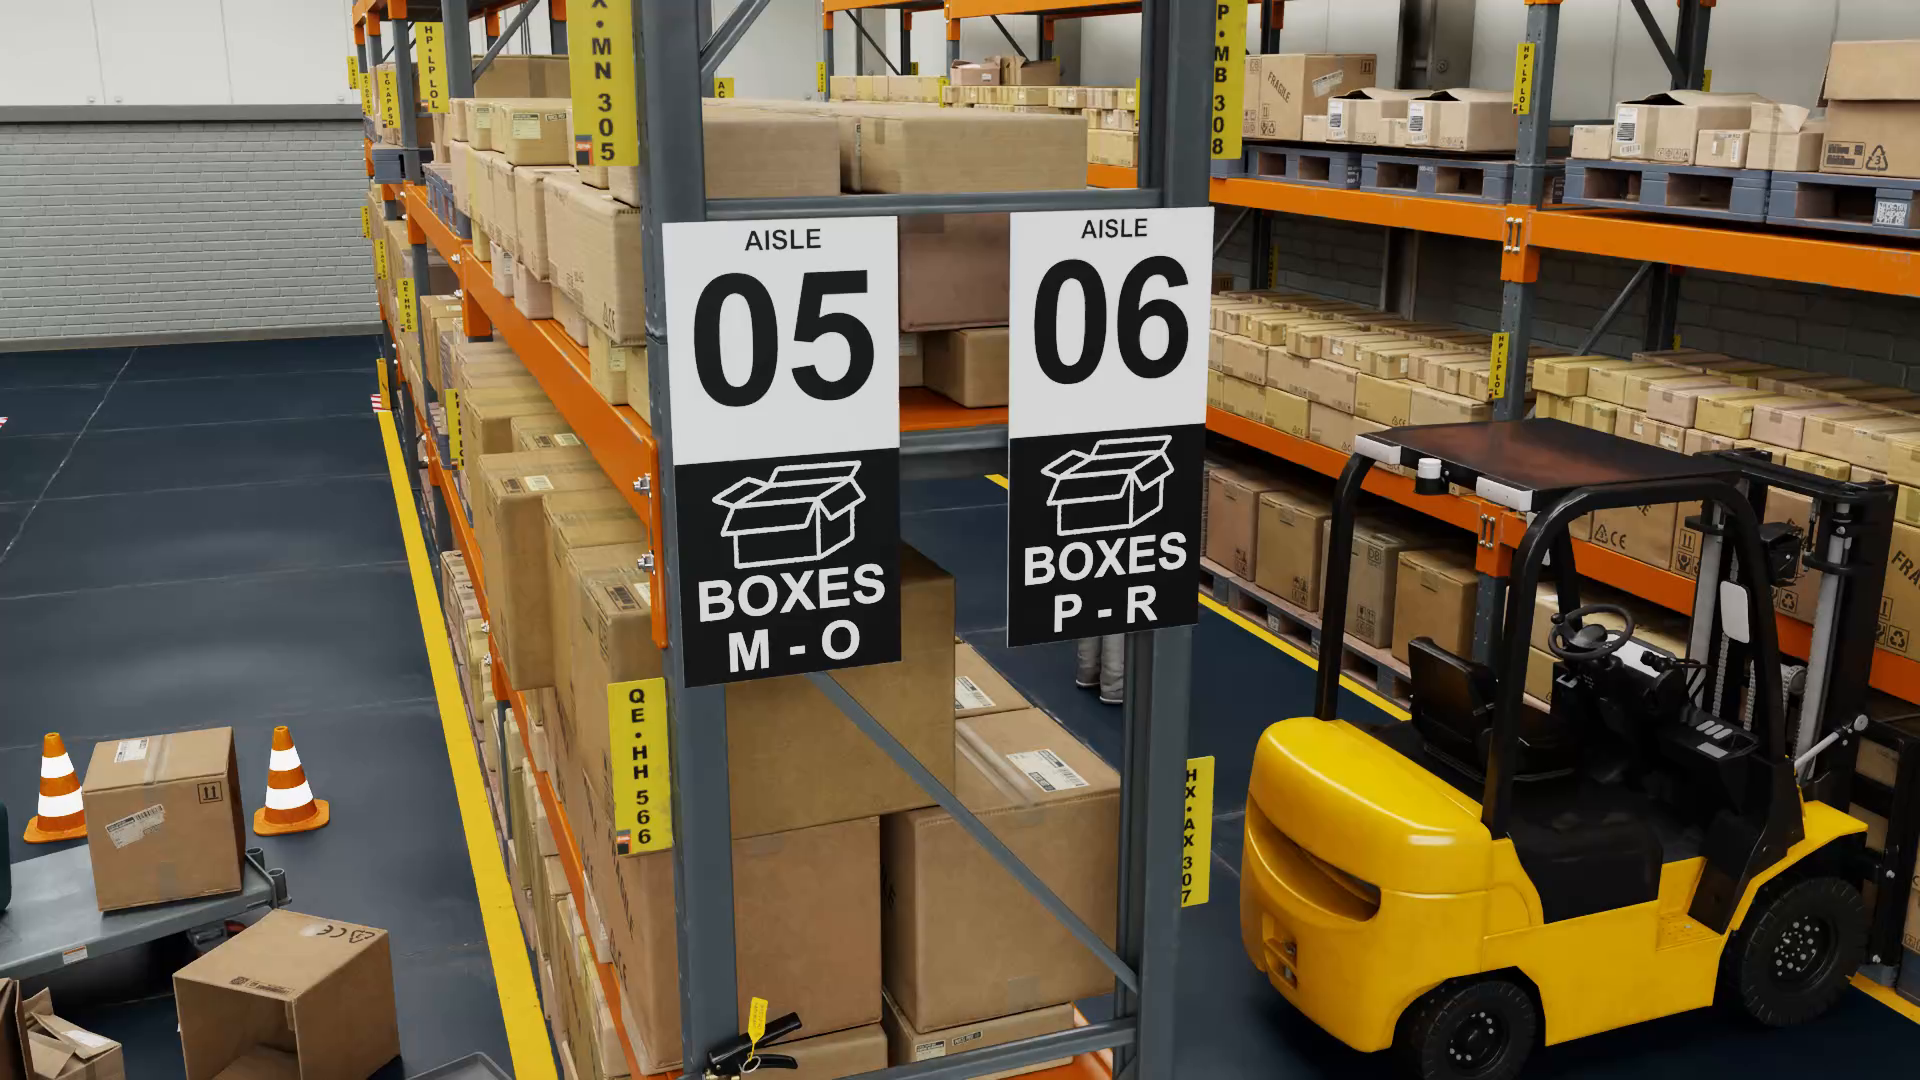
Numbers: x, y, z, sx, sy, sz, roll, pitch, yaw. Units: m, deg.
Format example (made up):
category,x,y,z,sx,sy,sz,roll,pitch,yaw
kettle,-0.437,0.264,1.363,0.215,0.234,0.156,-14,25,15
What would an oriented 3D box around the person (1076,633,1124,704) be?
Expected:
category,x,y,z,sx,sy,sz,roll,pitch,yaw
person,0.827,0.031,9.397,0.434,1.749,0.606,-7,17,-23
